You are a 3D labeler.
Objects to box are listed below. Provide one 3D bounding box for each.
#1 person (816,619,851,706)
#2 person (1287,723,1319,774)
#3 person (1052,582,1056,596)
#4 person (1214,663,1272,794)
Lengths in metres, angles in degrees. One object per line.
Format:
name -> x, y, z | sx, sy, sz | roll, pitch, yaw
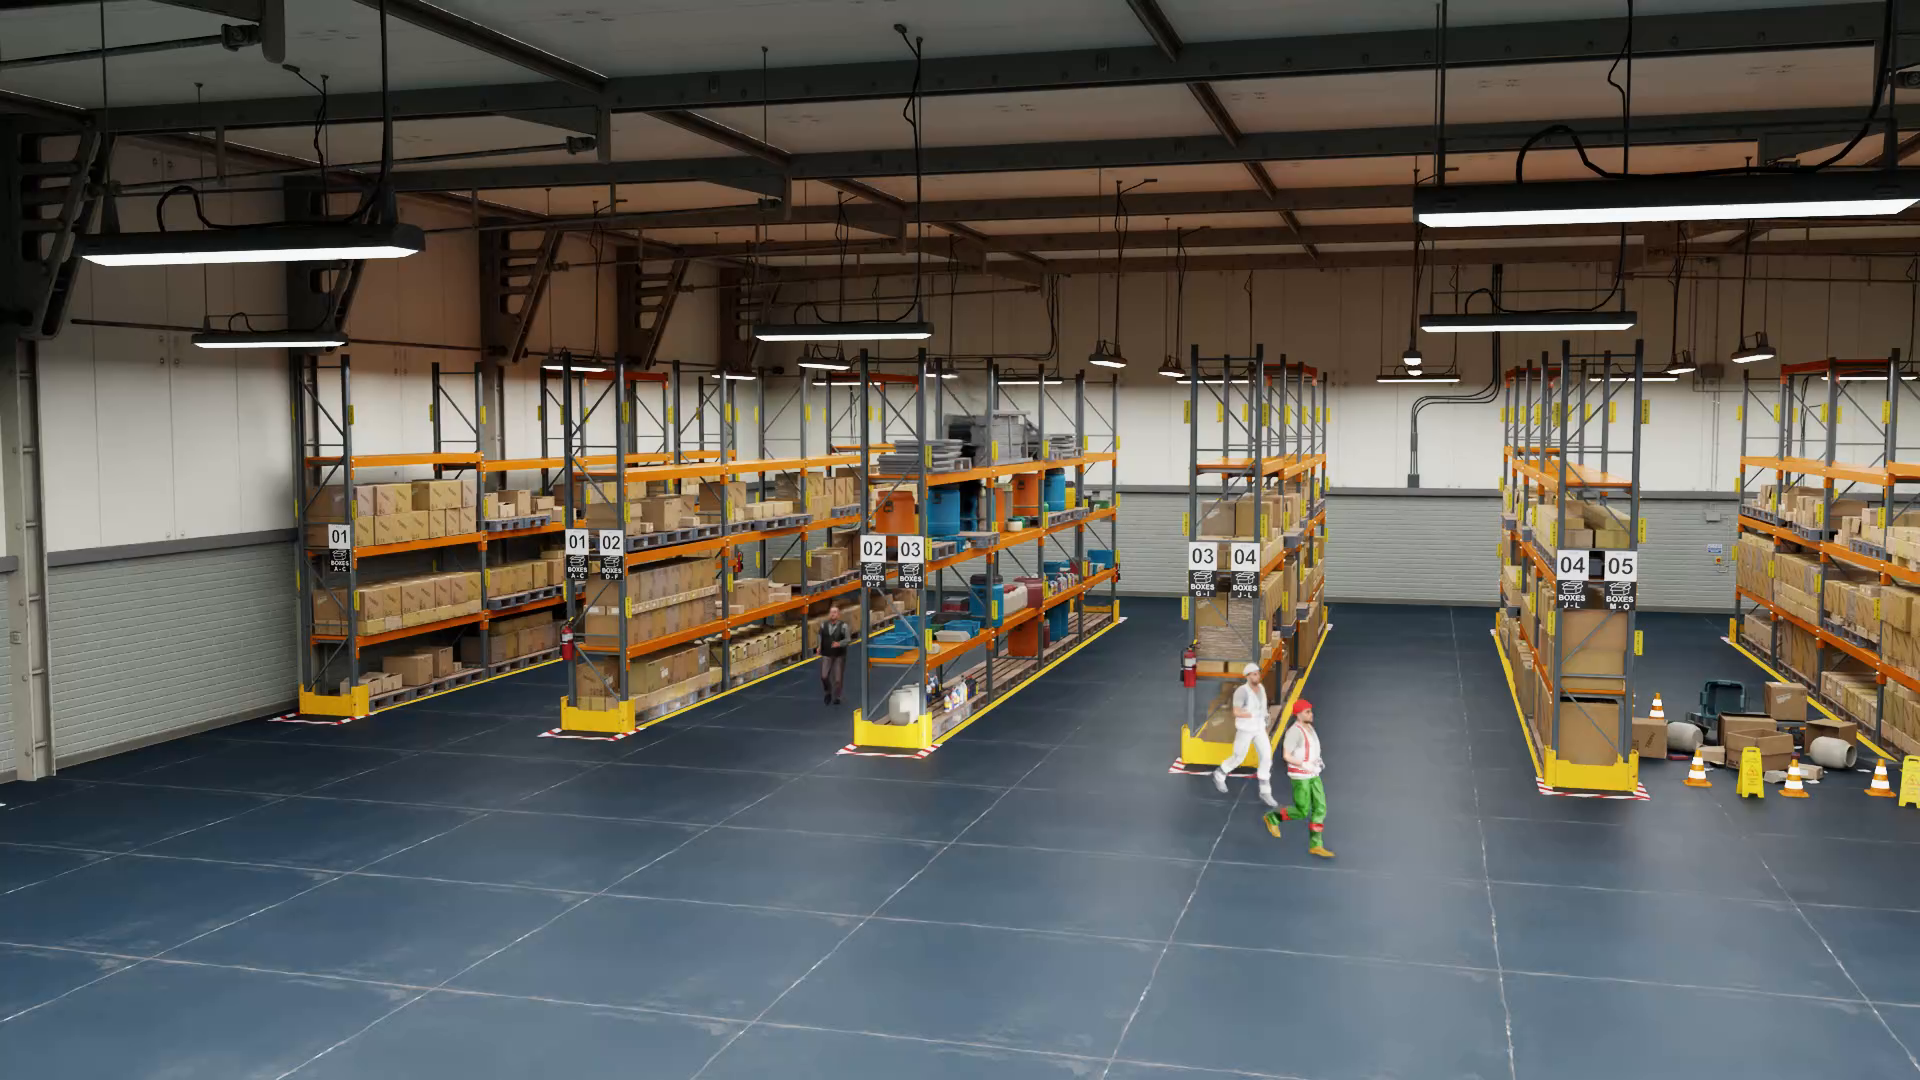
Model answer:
person -> -2.154, 2.074, 28.166 | 0.639, 1.486, 0.606 | 0, 4, 5
person -> 3.919, 2.374, 18.970 | 0.326, 0.528, 0.410 | 4, 6, 40
person -> 6.435, 2.425, 23.836 | 3.253, 1.568, 22.761 | -3, 5, -31
person -> 3.713, 2.426, 21.598 | 0.417, 1.695, 0.830 | -3, 5, -34
